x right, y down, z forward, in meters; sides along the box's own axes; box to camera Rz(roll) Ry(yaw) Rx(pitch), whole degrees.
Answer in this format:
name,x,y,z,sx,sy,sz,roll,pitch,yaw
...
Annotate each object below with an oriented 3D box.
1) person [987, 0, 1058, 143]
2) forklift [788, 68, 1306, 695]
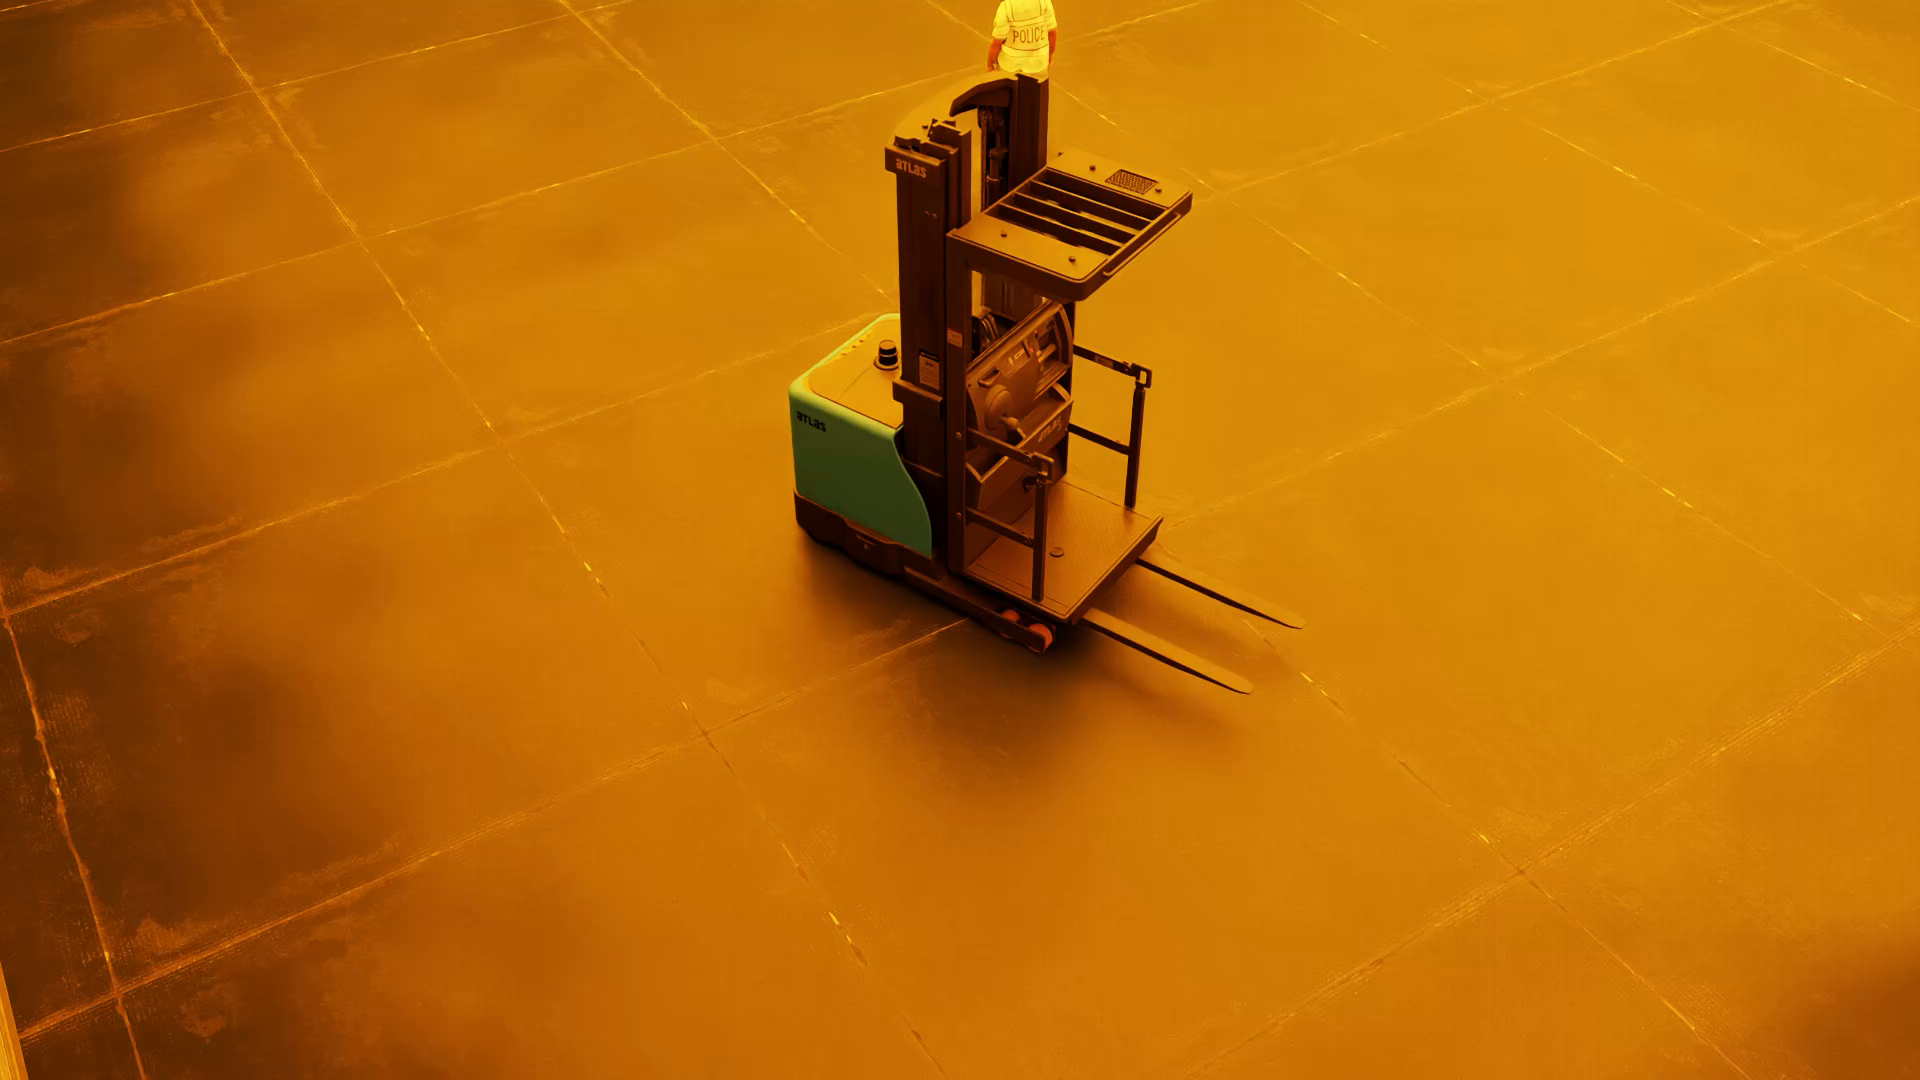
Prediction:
name,x,y,z,sx,sy,sz,roll,pitch,yaw
person,0.483,-3.805,13.175,0.598,1.670,0.529,-11,42,-12
forklift,0.496,-0.872,8.869,3.031,2.935,1.130,25,47,26
